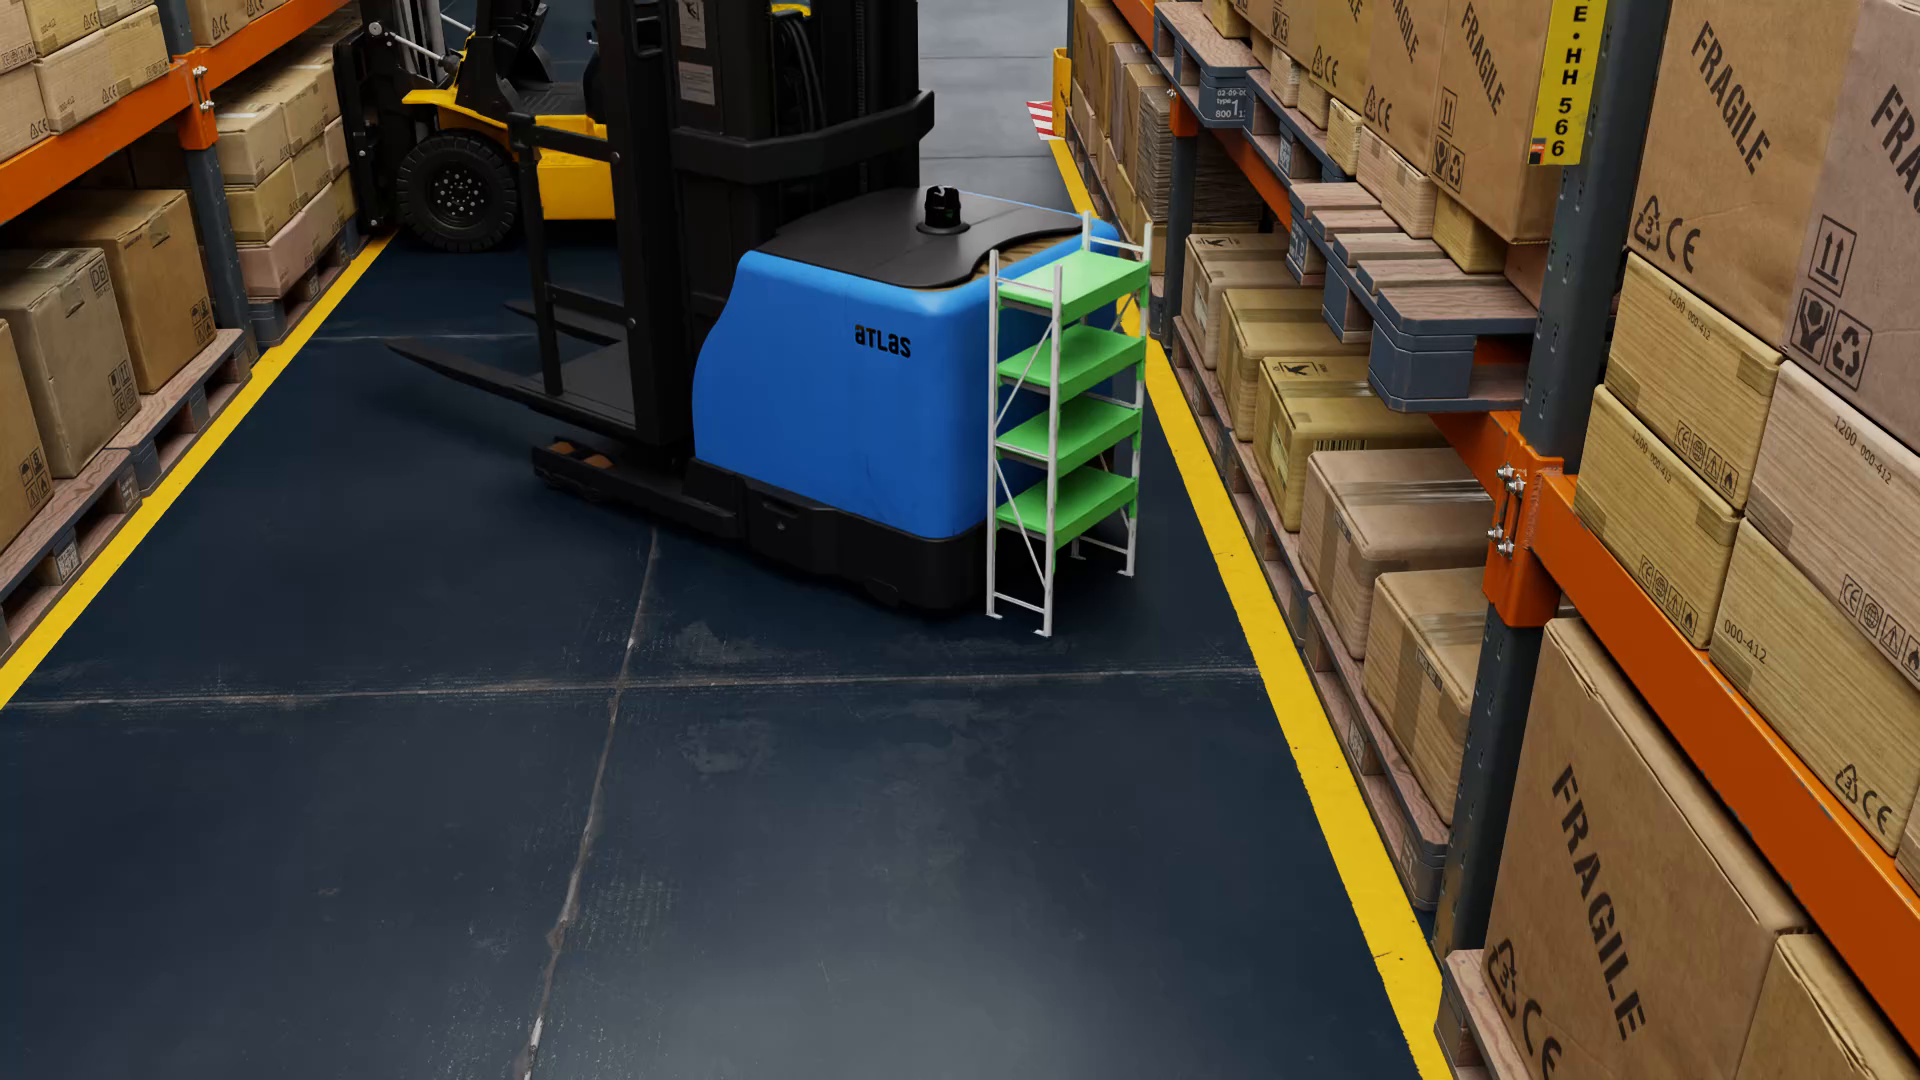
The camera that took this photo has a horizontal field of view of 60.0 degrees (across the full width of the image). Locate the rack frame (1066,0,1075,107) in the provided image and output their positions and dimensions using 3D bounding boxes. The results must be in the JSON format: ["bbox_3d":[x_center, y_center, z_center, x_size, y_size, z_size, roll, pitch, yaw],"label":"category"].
[{"bbox_3d":[1.191,-4.051,10.274,1.000,3.000,0.127,-1,28,-3],"label":"rack frame"}]

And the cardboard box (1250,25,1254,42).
[{"bbox_3d":[1.209,-1.772,5.721,0.380,0.149,0.250,0,28,1],"label":"cardboard box"}]

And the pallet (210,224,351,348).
[{"bbox_3d":[-3.556,-1.215,7.850,1.003,0.211,1.213,-1,28,-3],"label":"pallet"}]

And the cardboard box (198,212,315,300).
[{"bbox_3d":[-3.251,-1.281,7.482,0.500,0.250,0.500,-1,28,-2],"label":"cardboard box"}]

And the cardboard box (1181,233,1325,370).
[{"bbox_3d":[1.430,-0.983,6.779,0.950,0.372,0.625,-1,28,-2],"label":"cardboard box"}]

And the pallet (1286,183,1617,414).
[{"bbox_3d":[1.466,-0.598,3.861,1.213,0.211,1.003,-1,28,-3],"label":"pallet"}]

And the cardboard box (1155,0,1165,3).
[{"bbox_3d":[1.059,-2.349,7.282,0.380,0.149,0.250,-1,28,-1],"label":"cardboard box"}]

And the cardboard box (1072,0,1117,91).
[{"bbox_3d":[0.959,-2.961,9.892,0.500,0.500,0.500,-2,28,-4],"label":"cardboard box"}]

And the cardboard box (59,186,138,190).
[{"bbox_3d":[-3.786,-1.491,7.344,0.500,0.250,0.500,-2,28,-4],"label":"cardboard box"}]

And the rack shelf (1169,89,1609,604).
[{"bbox_3d":[1.505,-0.962,5.128,1.077,0.370,4.000,-1,28,-3],"label":"rack shelf"}]

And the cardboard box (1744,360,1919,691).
[{"bbox_3d":[1.415,-0.033,2.192,0.500,0.250,0.500,-1,28,-1],"label":"cardboard box"}]

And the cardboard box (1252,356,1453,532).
[{"bbox_3d":[1.509,-0.330,5.527,0.950,0.372,0.625,0,28,-1],"label":"cardboard box"}]

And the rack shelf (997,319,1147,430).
[{"bbox_3d":[0.331,-0.510,5.049,0.258,0.148,0.480,19,33,32],"label":"rack shelf"}]

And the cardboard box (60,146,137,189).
[{"bbox_3d":[-3.775,-1.716,7.234,0.500,0.250,0.500,-1,28,-2],"label":"cardboard box"}]

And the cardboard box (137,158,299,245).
[{"bbox_3d":[-3.273,-1.502,7.365,0.500,0.250,0.500,-2,28,-3],"label":"cardboard box"}]

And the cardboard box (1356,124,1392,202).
[{"bbox_3d":[1.208,-0.931,4.109,0.380,0.149,0.250,-3,28,-5],"label":"cardboard box"}]

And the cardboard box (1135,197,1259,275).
[{"bbox_3d":[1.101,-1.438,7.782,0.500,0.250,0.500,0,28,0],"label":"cardboard box"}]

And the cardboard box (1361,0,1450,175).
[{"bbox_3d":[1.270,-1.161,3.849,0.500,0.500,0.500,-2,28,-3],"label":"cardboard box"}]

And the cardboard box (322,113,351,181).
[{"bbox_3d":[-3.316,-1.967,8.257,0.500,0.250,0.500,-2,28,-3],"label":"cardboard box"}]

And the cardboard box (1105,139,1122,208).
[{"bbox_3d":[1.041,-1.918,8.704,0.500,0.250,0.500,-1,28,-2],"label":"cardboard box"}]

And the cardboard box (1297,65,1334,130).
[{"bbox_3d":[1.197,-1.291,4.799,0.380,0.149,0.250,-2,28,-4],"label":"cardboard box"}]

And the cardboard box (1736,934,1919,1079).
[{"bbox_3d":[1.605,1.132,2.180,0.875,0.875,0.875,-1,28,-2],"label":"cardboard box"}]

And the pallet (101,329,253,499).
[{"bbox_3d":[-3.479,-0.507,6.494,1.003,0.211,1.213,-1,28,-3],"label":"pallet"}]

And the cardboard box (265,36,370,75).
[{"bbox_3d":[-3.342,-2.432,8.608,0.500,0.250,0.500,-2,28,-4],"label":"cardboard box"}]

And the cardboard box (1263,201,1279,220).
[{"bbox_3d":[1.639,-1.783,7.633,0.500,0.500,0.500,0,28,0],"label":"cardboard box"}]

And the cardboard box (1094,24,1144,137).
[{"bbox_3d":[1.009,-2.488,8.984,0.500,0.500,0.500,-1,28,-2],"label":"cardboard box"}]

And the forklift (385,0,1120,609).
[{"bbox_3d":[-0.948,-1.614,5.675,3.031,2.935,1.130,19,33,32],"label":"forklift"}]

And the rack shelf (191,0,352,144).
[{"bbox_3d":[-3.661,-2.687,8.437,1.077,0.370,4.000,-1,28,-3],"label":"rack shelf"}]

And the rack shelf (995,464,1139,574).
[{"bbox_3d":[0.331,-0.084,5.271,0.258,0.148,0.480,19,33,32],"label":"rack shelf"}]

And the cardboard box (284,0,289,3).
[{"bbox_3d":[-3.390,-2.812,7.790,0.500,0.500,0.500,-2,28,-3],"label":"cardboard box"}]

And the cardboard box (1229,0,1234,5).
[{"bbox_3d":[1.165,-2.112,5.672,0.500,0.500,0.500,-1,28,-2],"label":"cardboard box"}]

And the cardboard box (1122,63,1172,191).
[{"bbox_3d":[1.073,-2.005,8.060,0.500,0.500,0.500,-1,28,-2],"label":"cardboard box"}]

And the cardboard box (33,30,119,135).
[{"bbox_3d":[-3.237,-1.558,5.655,0.500,0.250,0.500,-2,28,-3],"label":"cardboard box"}]

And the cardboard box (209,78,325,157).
[{"bbox_3d":[-3.285,-1.960,7.703,0.500,0.250,0.500,-1,28,-3],"label":"cardboard box"}]

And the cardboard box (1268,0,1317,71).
[{"bbox_3d":[1.215,-1.646,4.779,0.500,0.500,0.500,-2,28,-5],"label":"cardboard box"}]

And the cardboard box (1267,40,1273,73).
[{"bbox_3d":[1.192,-1.538,5.272,0.380,0.149,0.250,-1,28,-2],"label":"cardboard box"}]

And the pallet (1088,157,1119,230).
[{"bbox_3d":[1.263,-1.842,9.053,1.003,0.211,1.213,-1,28,-3],"label":"pallet"}]

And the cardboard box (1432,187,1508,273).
[{"bbox_3d":[1.271,-0.700,3.665,0.380,0.149,0.250,-1,28,-2],"label":"cardboard box"}]

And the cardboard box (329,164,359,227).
[{"bbox_3d":[-3.335,-1.752,8.385,0.500,0.250,0.500,-1,28,-2],"label":"cardboard box"}]

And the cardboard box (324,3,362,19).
[{"bbox_3d":[-3.397,-2.899,9.504,0.500,0.250,0.500,-1,28,-2],"label":"cardboard box"}]

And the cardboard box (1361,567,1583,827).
[{"bbox_3d":[1.590,0.361,4.202,0.950,0.372,0.625,-3,28,-6],"label":"cardboard box"}]

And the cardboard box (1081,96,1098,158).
[{"bbox_3d":[0.976,-2.403,9.634,0.500,0.250,0.500,0,28,-1],"label":"cardboard box"}]

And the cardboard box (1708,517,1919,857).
[{"bbox_3d":[1.428,0.178,2.327,0.500,0.250,0.500,-2,28,-4],"label":"cardboard box"}]

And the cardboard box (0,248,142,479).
[{"bbox_3d":[-3.485,-0.617,5.803,0.875,0.625,0.625,-2,28,-3],"label":"cardboard box"}]

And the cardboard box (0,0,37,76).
[{"bbox_3d":[-3.221,-1.544,5.087,0.500,0.250,0.500,-1,28,-2],"label":"cardboard box"}]

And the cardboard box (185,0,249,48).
[{"bbox_3d":[-3.319,-2.338,6.881,0.500,0.500,0.500,-2,28,-4],"label":"cardboard box"}]

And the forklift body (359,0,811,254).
[{"bbox_3d":[-1.844,-2.722,8.643,2.313,2.155,1.214,-1,28,-3],"label":"forklift body"}]

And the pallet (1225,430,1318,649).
[{"bbox_3d":[1.509,-0.044,5.605,1.003,0.211,1.213,-1,28,-3],"label":"pallet"}]

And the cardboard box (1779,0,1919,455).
[{"bbox_3d":[1.426,-0.382,2.050,0.500,0.500,0.500,-1,28,-2],"label":"cardboard box"}]

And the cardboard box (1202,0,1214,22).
[{"bbox_3d":[1.114,-2.016,6.190,0.380,0.149,0.250,-1,28,-2],"label":"cardboard box"}]

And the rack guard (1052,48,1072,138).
[{"bbox_3d":[1.195,-2.908,10.785,1.175,0.500,0.348,-1,28,-3],"label":"rack guard"}]

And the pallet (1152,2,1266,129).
[{"bbox_3d":[1.295,-1.763,6.093,1.003,0.211,1.213,-1,28,-3],"label":"pallet"}]

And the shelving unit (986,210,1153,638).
[{"bbox_3d":[0.331,-0.353,5.130,0.258,1.200,0.503,19,33,32],"label":"shelving unit"}]

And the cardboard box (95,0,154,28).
[{"bbox_3d":[-3.275,-2.017,5.996,0.500,0.250,0.500,-2,28,-4],"label":"cardboard box"}]

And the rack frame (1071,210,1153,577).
[{"bbox_3d":[0.477,-0.444,5.303,0.240,1.200,0.015,19,33,32],"label":"rack frame"}]

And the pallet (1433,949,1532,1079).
[{"bbox_3d":[1.575,1.245,3.134,1.003,0.211,1.213,-1,28,-3],"label":"pallet"}]

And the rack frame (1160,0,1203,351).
[{"bbox_3d":[1.400,-2.204,6.733,1.000,3.000,0.127,-1,28,-3],"label":"rack frame"}]
